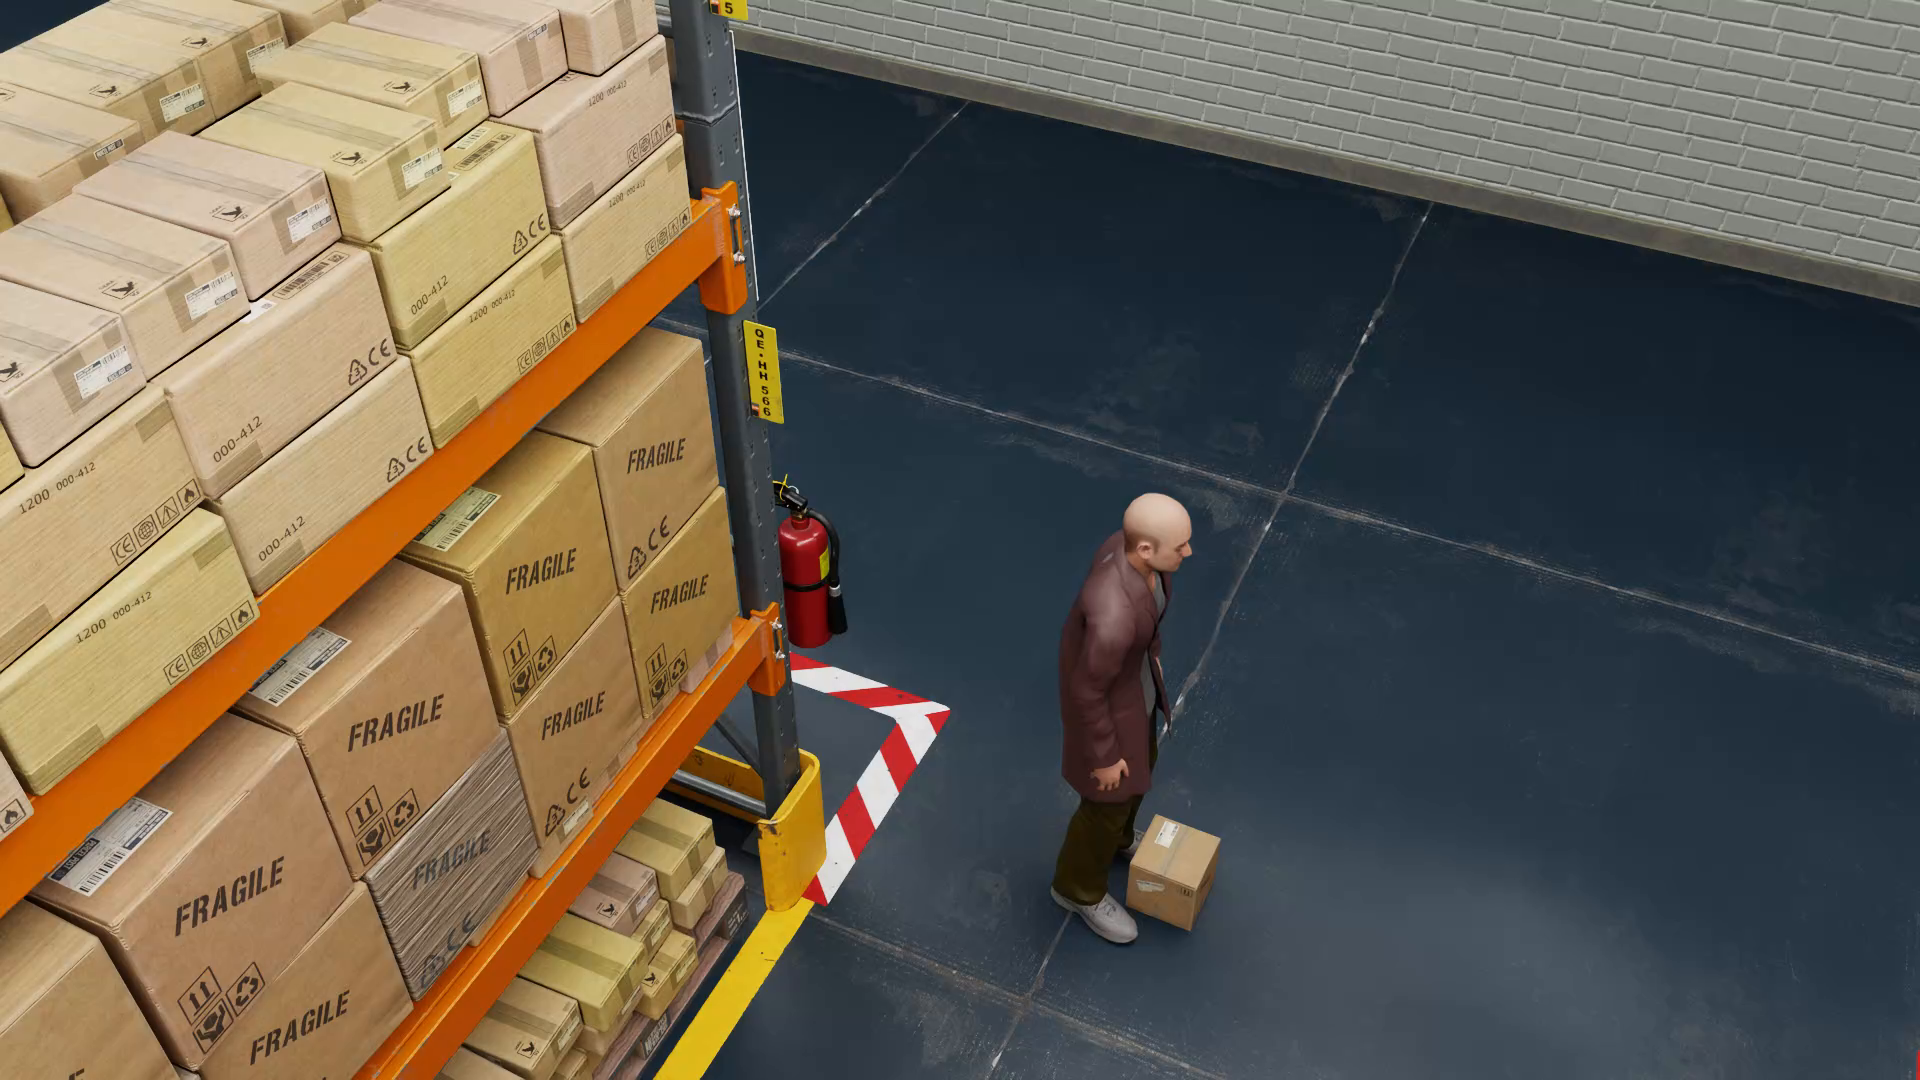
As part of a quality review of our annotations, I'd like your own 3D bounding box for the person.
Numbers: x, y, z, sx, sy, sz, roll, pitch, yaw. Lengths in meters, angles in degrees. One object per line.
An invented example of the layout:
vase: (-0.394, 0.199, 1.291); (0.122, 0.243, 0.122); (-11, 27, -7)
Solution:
person: (0.538, 0.557, 5.539); (0.420, 1.774, 0.644); (17, 44, 18)
